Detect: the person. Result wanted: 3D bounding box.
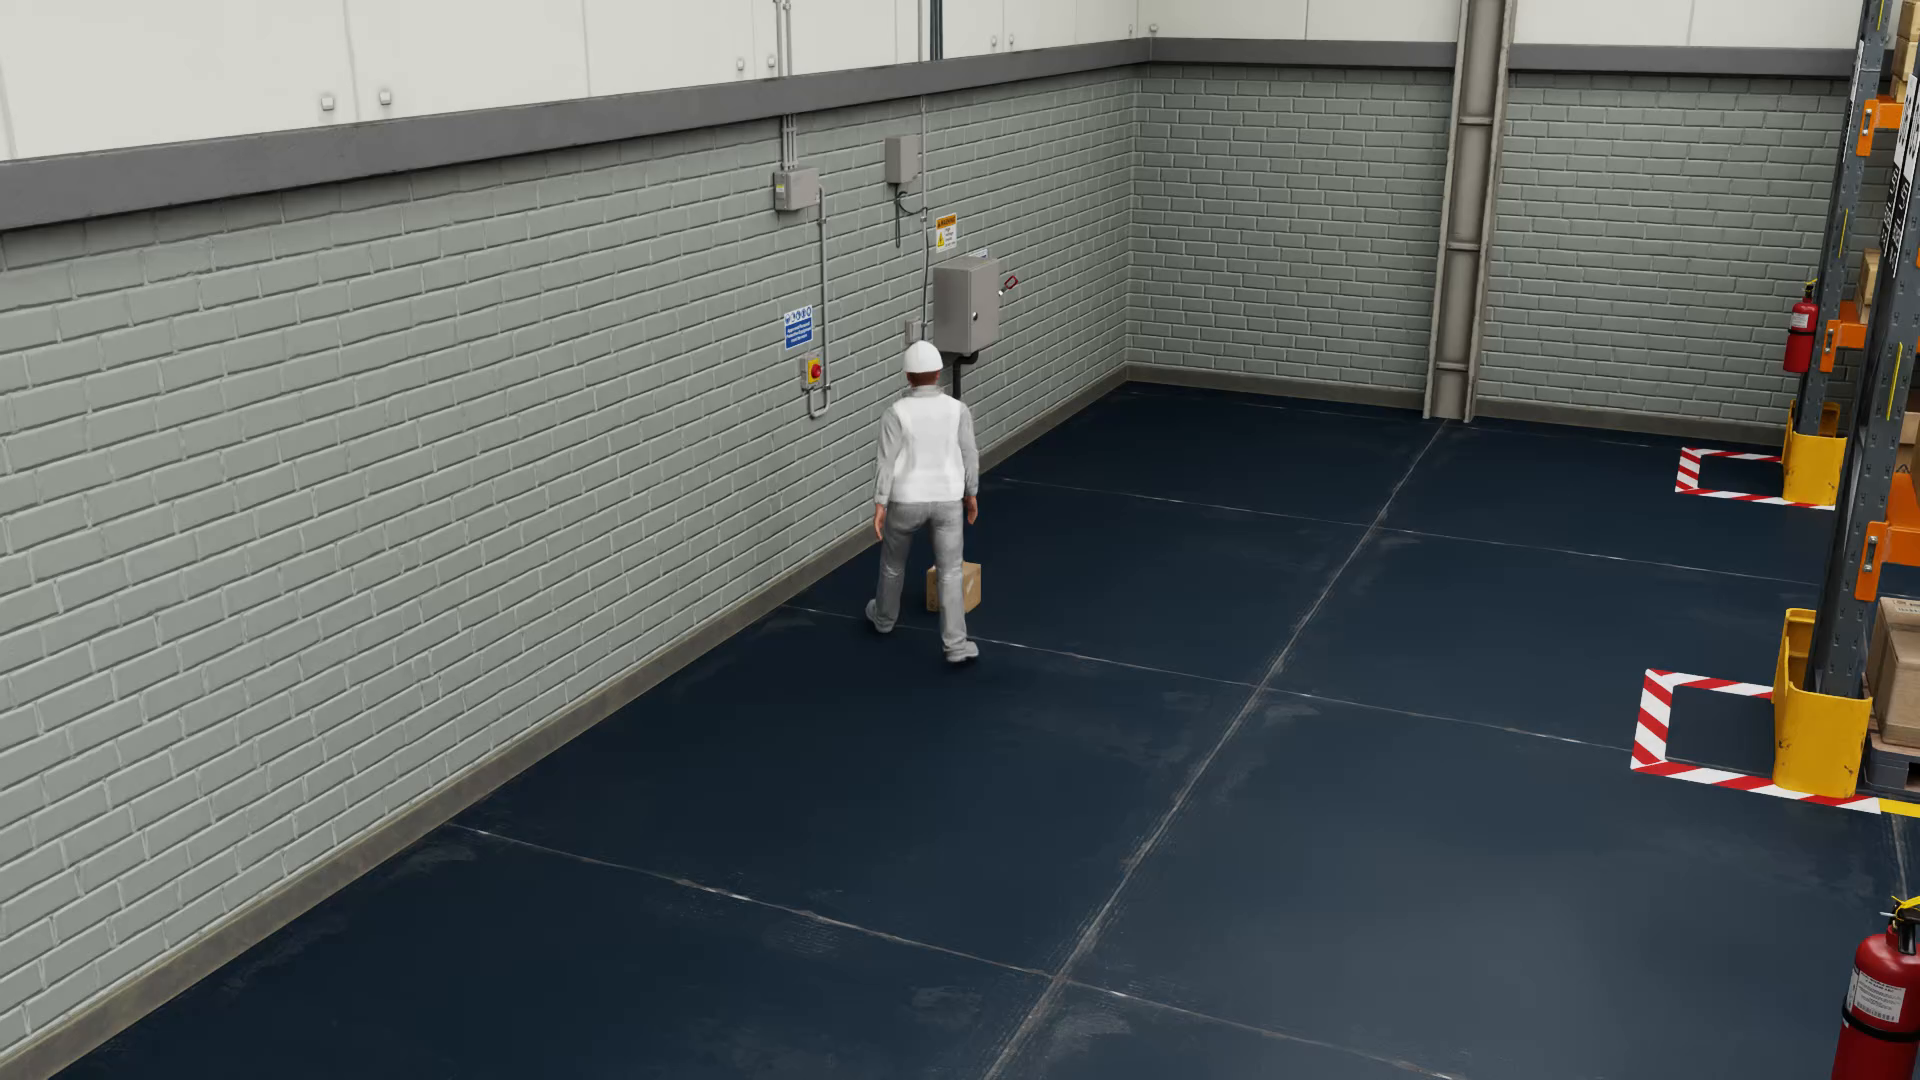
[{"bbox_3d":[-0.197,-0.234,9.230,0.611,1.735,0.924,-3,19,-9],"label":"person"}]
